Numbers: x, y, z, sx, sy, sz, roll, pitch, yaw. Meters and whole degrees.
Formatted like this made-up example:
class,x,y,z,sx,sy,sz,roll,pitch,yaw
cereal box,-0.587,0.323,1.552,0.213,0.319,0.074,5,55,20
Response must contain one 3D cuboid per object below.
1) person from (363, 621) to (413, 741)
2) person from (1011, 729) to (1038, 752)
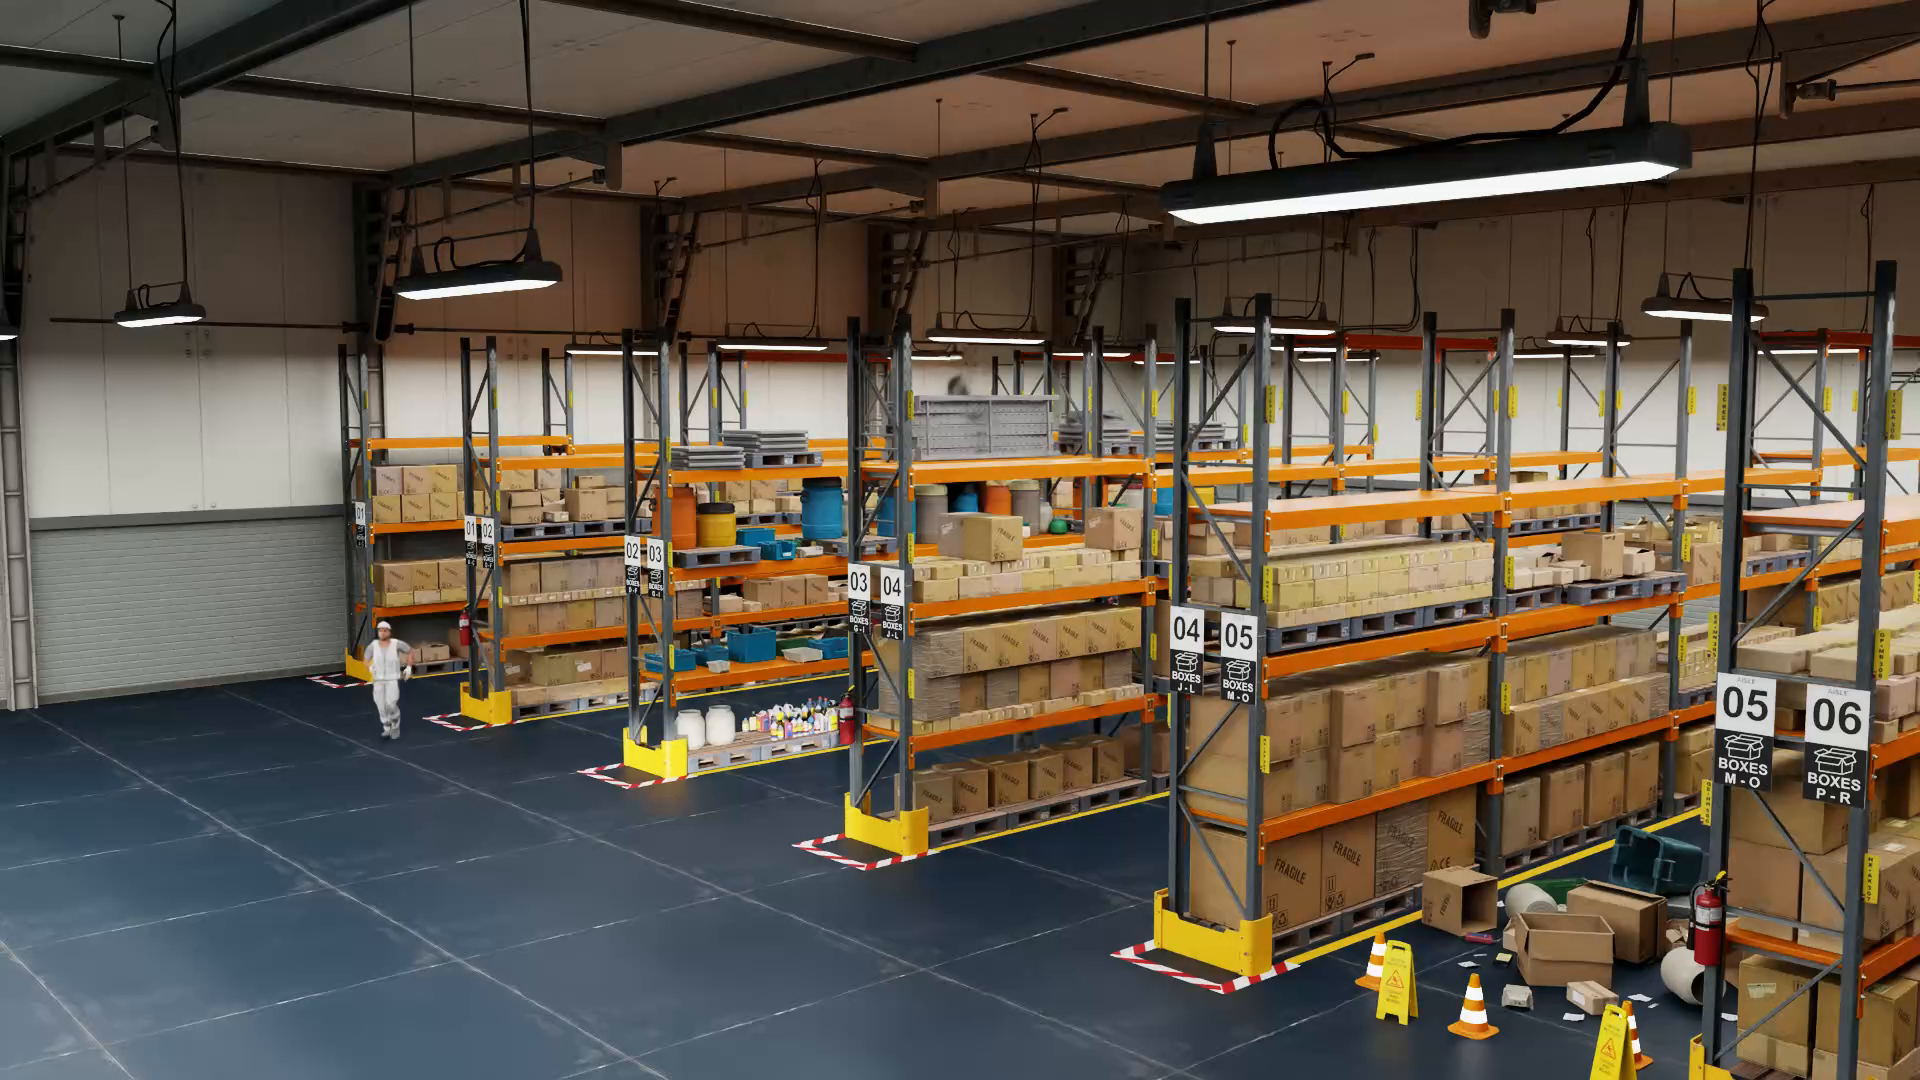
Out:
class,x,y,z,sx,sy,sz,roll,pitch,yaw
person,-8.452,2.089,24.539,0.682,1.785,0.676,-1,5,-8
person,0.922,2.236,23.182,0.682,1.749,0.733,4,6,36
